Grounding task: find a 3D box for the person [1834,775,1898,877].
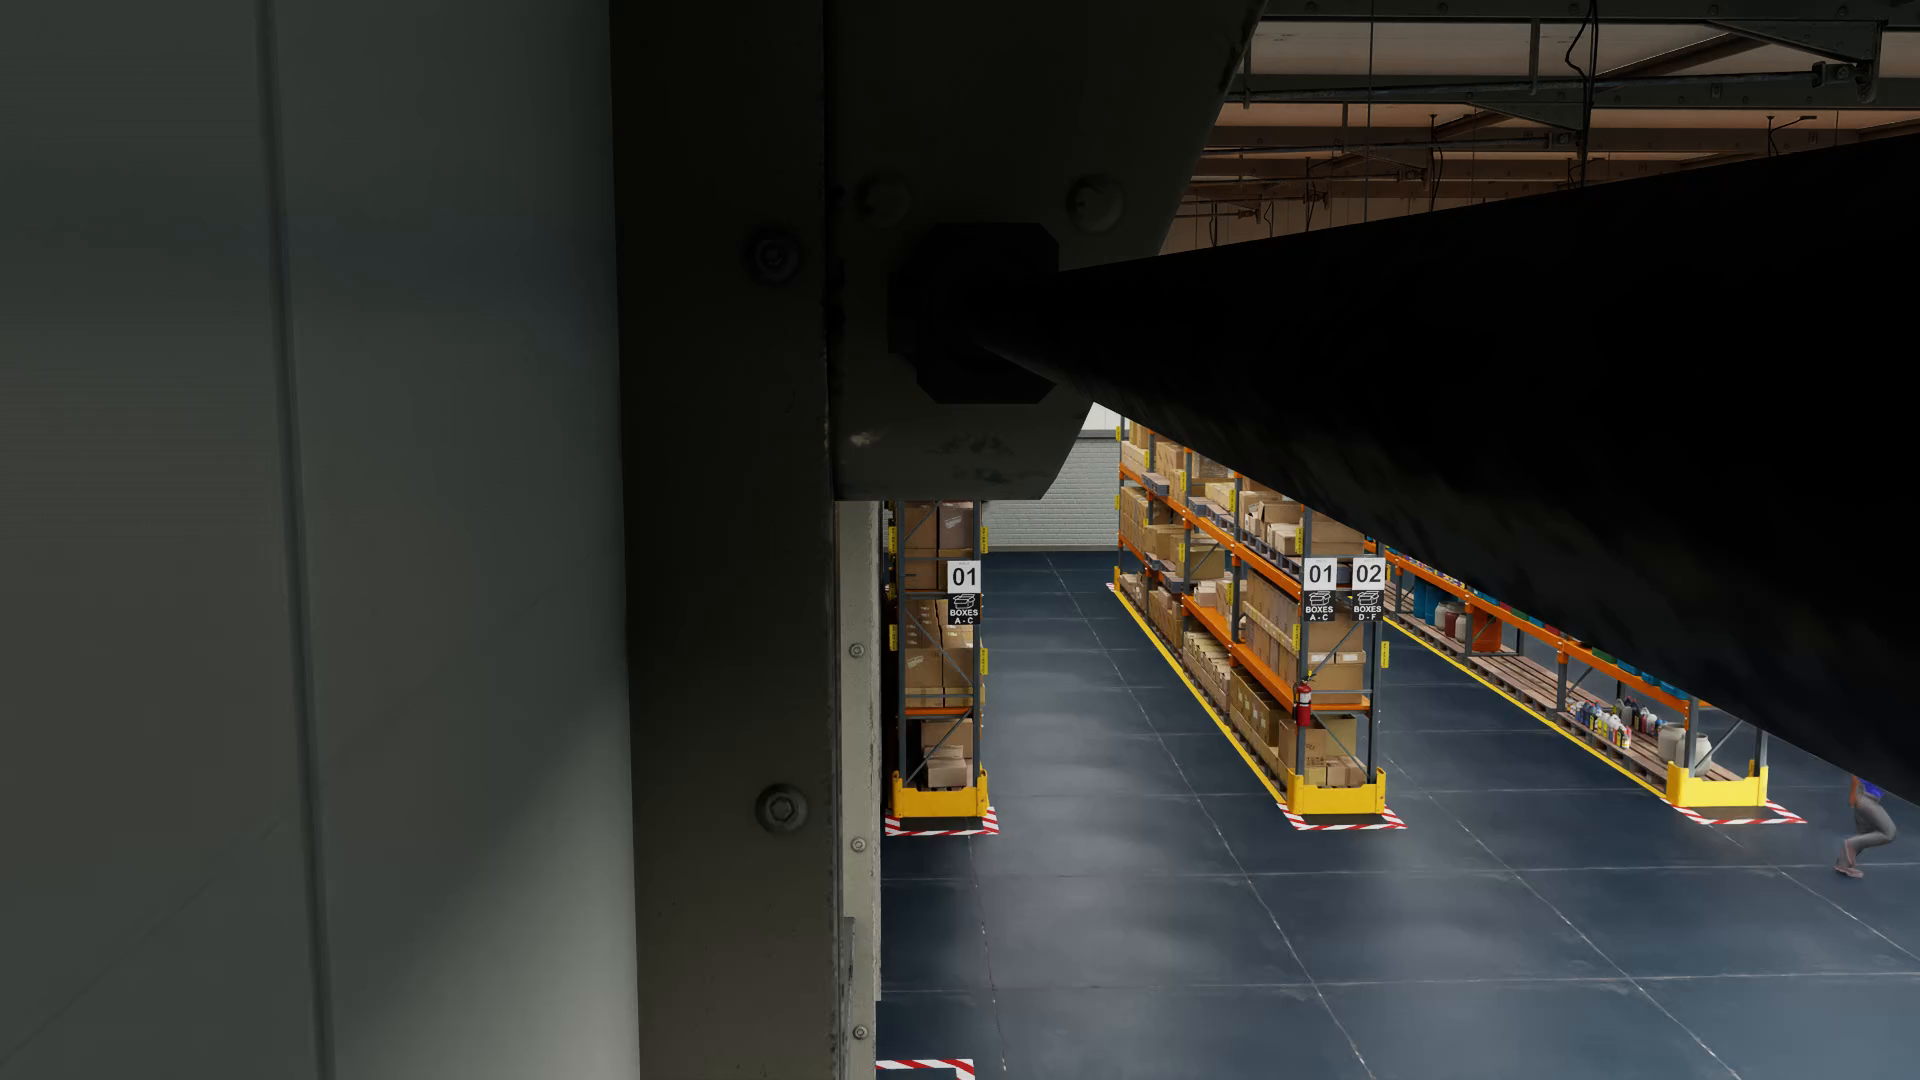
[{"bbox_3d":[10.062,2.942,18.266,0.724,1.578,0.562,4,9,26],"label":"person"}]
